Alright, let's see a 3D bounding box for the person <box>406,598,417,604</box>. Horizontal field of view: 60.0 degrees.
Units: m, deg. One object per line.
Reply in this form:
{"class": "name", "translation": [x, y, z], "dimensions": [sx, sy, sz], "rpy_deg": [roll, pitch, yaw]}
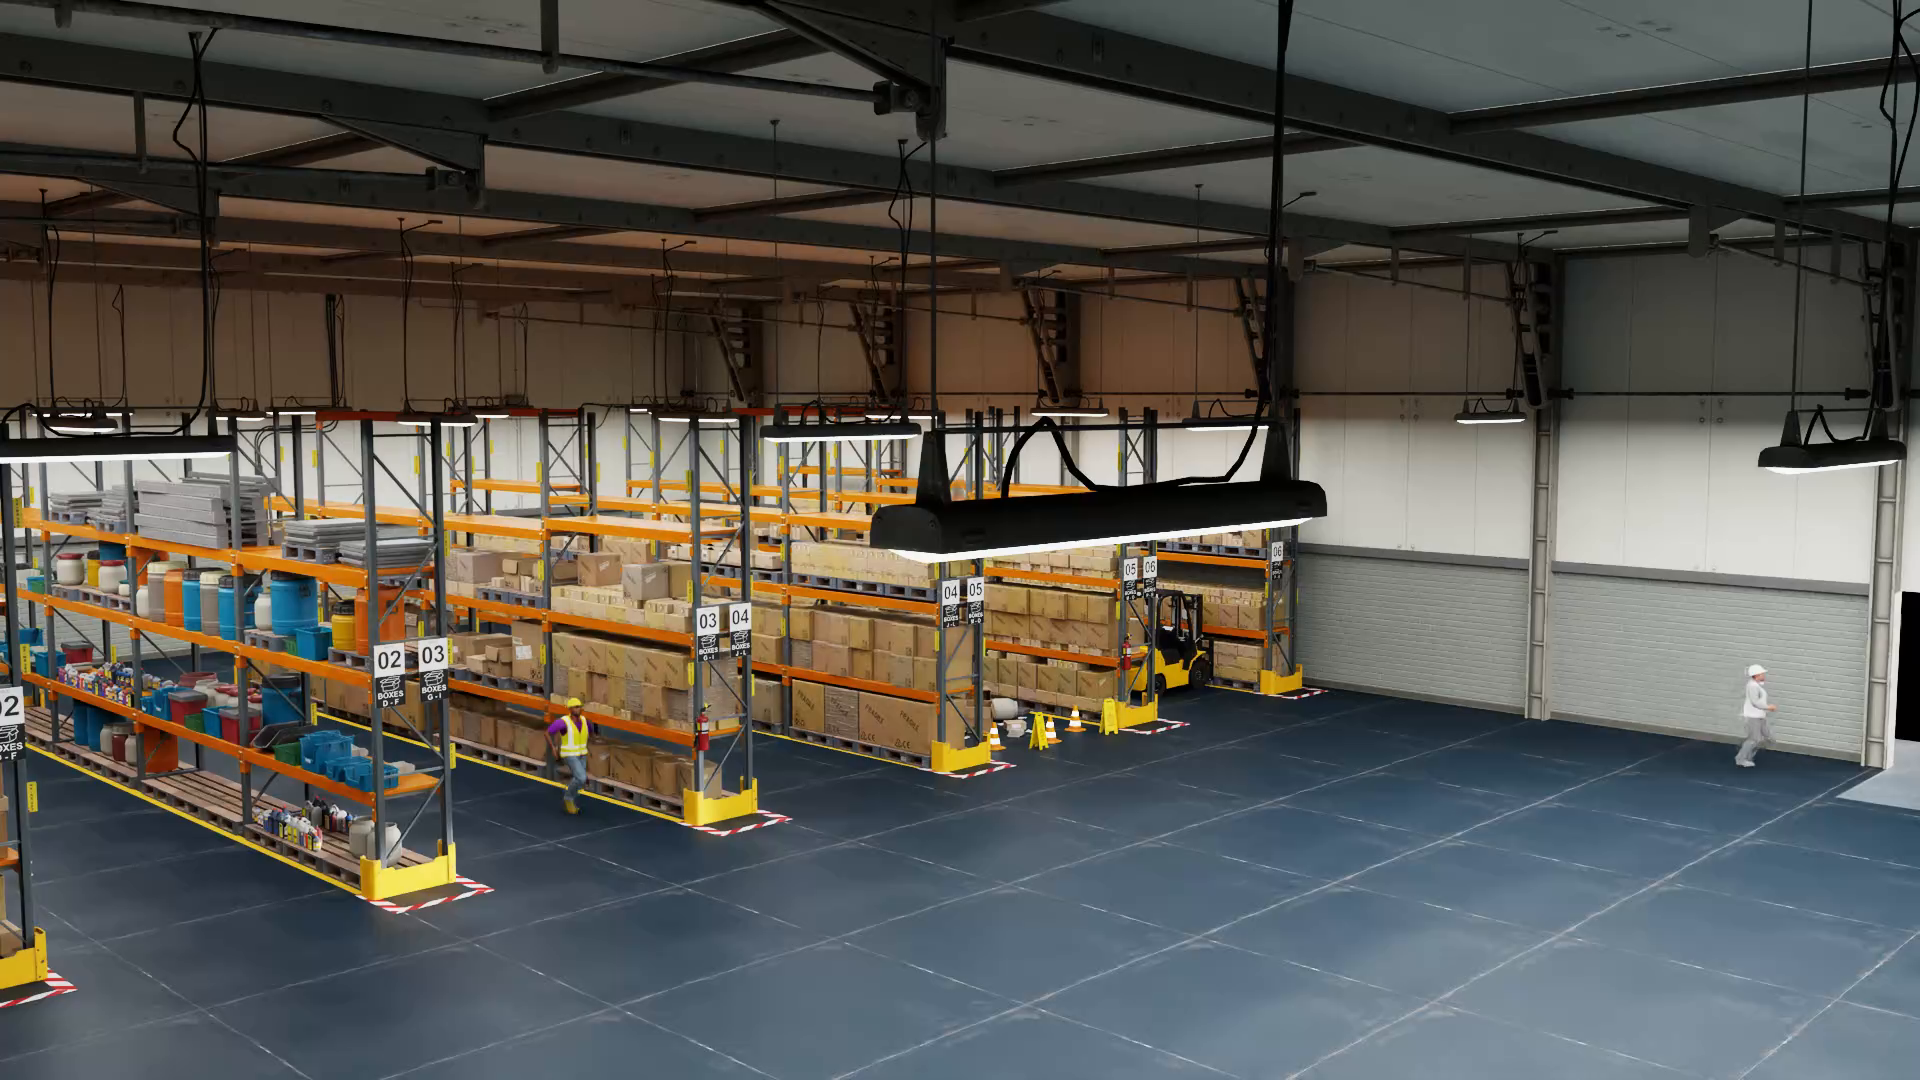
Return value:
{"class": "person", "translation": [-12.620, 2.153, 38.088], "dimensions": [0.624, 1.666, 0.781], "rpy_deg": [-1, 5, -7]}

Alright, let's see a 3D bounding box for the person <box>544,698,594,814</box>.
{"class": "person", "translation": [-5.767, 3.238, 24.964], "dimensions": [0.660, 1.741, 0.692], "rpy_deg": [3, 6, 34]}

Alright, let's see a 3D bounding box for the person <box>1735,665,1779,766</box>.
{"class": "person", "translation": [13.459, 2.972, 28.047], "dimensions": [0.648, 1.756, 0.679], "rpy_deg": [3, 6, 31]}
